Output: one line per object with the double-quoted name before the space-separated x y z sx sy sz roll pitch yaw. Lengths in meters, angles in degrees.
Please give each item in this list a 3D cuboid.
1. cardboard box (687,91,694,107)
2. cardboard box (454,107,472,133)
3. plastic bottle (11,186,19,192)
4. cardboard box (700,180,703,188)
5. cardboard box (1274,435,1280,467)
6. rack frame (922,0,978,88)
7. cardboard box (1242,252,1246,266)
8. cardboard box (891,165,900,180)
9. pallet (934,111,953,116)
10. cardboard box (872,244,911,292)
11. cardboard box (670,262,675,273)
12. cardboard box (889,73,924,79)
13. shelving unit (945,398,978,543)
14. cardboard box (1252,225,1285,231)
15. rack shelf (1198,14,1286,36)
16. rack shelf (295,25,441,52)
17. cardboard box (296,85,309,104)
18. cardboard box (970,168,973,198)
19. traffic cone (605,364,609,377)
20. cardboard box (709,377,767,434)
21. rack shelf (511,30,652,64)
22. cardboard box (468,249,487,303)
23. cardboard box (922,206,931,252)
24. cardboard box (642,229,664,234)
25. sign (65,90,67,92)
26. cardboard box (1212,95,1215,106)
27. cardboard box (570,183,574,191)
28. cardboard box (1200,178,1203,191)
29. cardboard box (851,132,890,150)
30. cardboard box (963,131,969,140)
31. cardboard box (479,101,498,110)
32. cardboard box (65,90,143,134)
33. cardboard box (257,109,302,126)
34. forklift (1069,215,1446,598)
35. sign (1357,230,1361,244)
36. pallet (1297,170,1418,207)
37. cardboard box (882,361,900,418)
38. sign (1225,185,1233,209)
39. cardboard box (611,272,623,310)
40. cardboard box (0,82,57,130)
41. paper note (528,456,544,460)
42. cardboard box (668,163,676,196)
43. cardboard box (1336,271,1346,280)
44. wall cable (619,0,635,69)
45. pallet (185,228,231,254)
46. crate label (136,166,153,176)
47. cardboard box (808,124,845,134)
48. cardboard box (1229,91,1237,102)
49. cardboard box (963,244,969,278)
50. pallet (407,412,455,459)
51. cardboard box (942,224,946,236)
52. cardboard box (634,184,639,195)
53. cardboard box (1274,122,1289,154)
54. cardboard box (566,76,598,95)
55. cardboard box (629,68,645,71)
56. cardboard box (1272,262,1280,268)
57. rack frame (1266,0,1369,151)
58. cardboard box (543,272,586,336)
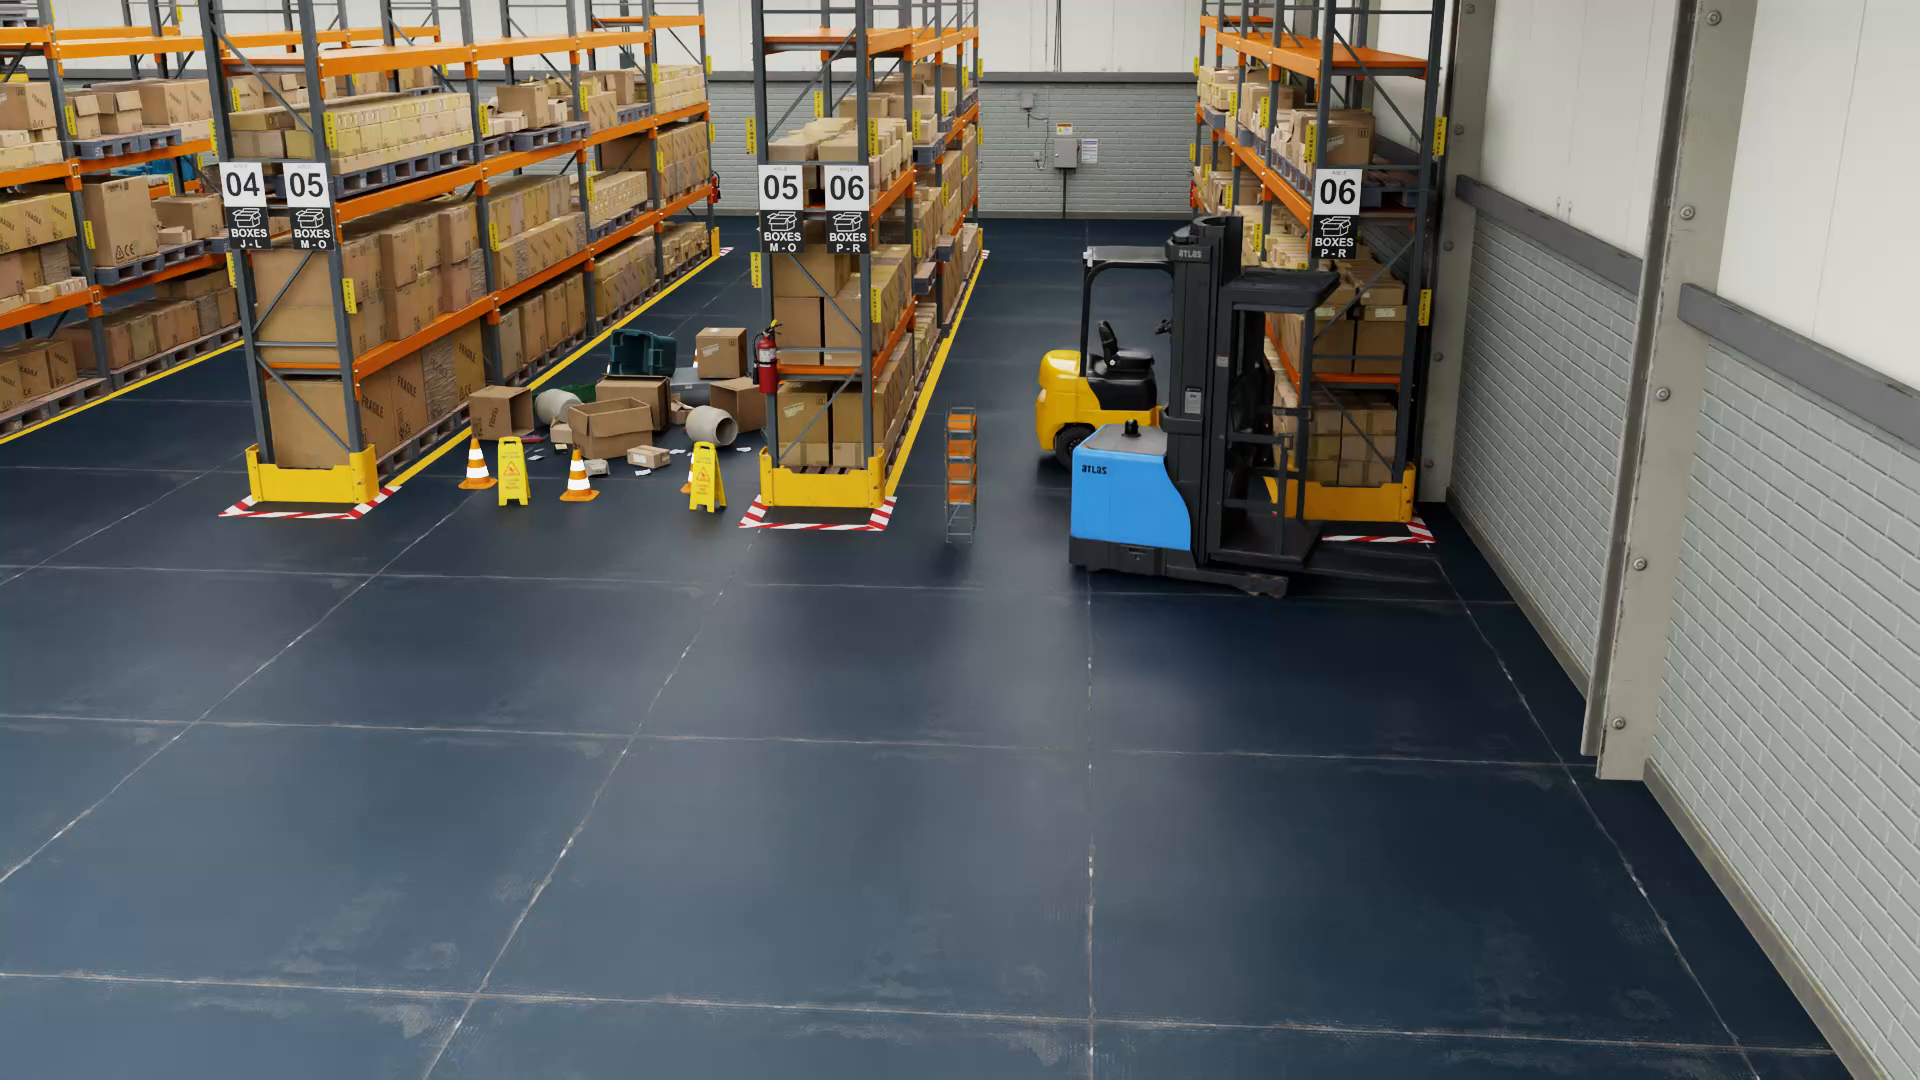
"cardboard box" -4.967 -7.713 29.069 0.500 0.250 0.500 2 18 6
"cardboard box" -5.759 -4.676 18.486 0.500 0.250 0.500 1 18 3
"plastic bottle" -15.638 -5.691 27.553 0.144 0.351 0.185 1 18 4
"cardboard box" -4.916 -6.515 30.393 0.380 0.149 0.250 1 18 4
"cardboard box" 3.393 -0.861 16.474 0.500 0.250 0.500 1 18 4
"rack frame" -0.175 -9.590 29.740 1.000 3.000 0.127 1 18 4
"cardboard box" 3.817 -3.464 20.919 0.500 0.250 0.500 2 18 6
"cardboard box" -0.842 -3.894 17.577 0.380 0.149 0.250 2 18 5
"pallet" -0.678 -6.139 24.327 1.003 0.211 1.213 2 18 6
"cardboard box" -0.819 -3.058 18.800 0.500 0.500 0.500 1 18 3
"cardboard box" -5.041 -4.610 28.078 0.380 0.149 0.250 2 18 6
"cardboard box" -0.814 -6.902 25.519 0.500 0.500 0.500 1 18 3
"shelving unit" 0.012 -0.622 14.893 0.258 1.200 0.503 1 18 4
"cardboard box" 3.781 -3.767 20.401 0.380 0.149 0.250 1 18 4
"rack shelf" 4.633 -8.516 27.622 1.077 0.370 4.000 1 18 4
"rack shelf" -10.203 -8.658 28.693 1.077 0.370 4.000 1 18 4
"cardboard box" -10.515 -6.962 26.005 0.500 0.311 0.500 1 18 2
"cardboard box" -0.048 -6.155 28.730 0.500 0.500 0.500 2 18 6
"traffic cone" -4.378 -2.269 21.104 0.336 0.463 0.334 1 18 4
"cardboard box" -2.469 -1.523 18.766 0.500 0.500 0.500 17 25 41
"rack shelf" -5.550 -7.274 24.468 1.077 0.370 4.000 1 18 4
"cardboard box" -5.994 -3.048 19.167 0.875 0.550 0.550 1 18 4
"cardboard box" -0.631 -3.849 20.540 0.500 0.500 0.500 1 18 4
"cardboard box" -5.506 -5.462 29.725 0.380 0.149 0.250 2 18 6
"sign" -14.738 -7.246 27.387 0.100 0.325 0.005 1 18 4
"cardboard box" 3.994 -6.620 25.059 0.380 0.149 0.250 2 18 5
"cardboard box" -6.020 -5.261 24.935 0.380 0.149 0.250 2 18 7
"cardboard box" 4.390 -6.092 28.460 0.500 0.250 0.500 1 18 2
"cardboard box" -0.897 -3.951 16.468 0.380 0.149 0.250 2 18 5
"cardboard box" -0.052 -6.893 28.334 0.380 0.149 0.250 1 18 4
"cardboard box" -6.037 -5.429 21.166 0.500 0.311 0.500 1 18 3
"cardboard box" -10.721 -5.344 20.758 0.797 0.503 0.637 2 18 6
"cardboard box" -6.543 -4.051 15.938 0.380 0.149 0.250 2 18 5
"forklift" 2.494 -1.109 13.600 3.031 2.935 1.130 7 19 20
"sign" 4.469 -3.340 18.781 0.100 0.325 0.005 1 18 4
"pallet" 3.706 -3.263 15.389 1.003 0.211 1.213 1 18 4
"cardboard box" -0.910 -1.589 17.493 0.500 0.500 0.500 2 18 5
"sign" 3.661 -4.667 22.616 0.100 0.325 0.005 1 18 4
"cardboard box" -5.355 -3.716 24.786 0.500 0.500 0.500 1 18 5
"cardboard box" -10.698 -4.940 18.924 0.500 0.500 0.500 1 18 2
"paper note" -4.464 -0.874 17.543 0.144 0.017 0.142 8 20 23
"cardboard box" -5.091 -6.067 27.984 0.500 0.500 0.500 1 18 4
"cardboard box" 3.515 -2.508 16.081 0.380 0.149 0.250 1 18 4
"wall cable" -6.216 -13.020 35.038 2.277 5.999 0.120 1 18 4
"pallet" -10.578 -4.161 23.113 1.213 0.211 1.003 1 18 4
"crate label" -15.346 -6.951 31.491 0.416 0.233 0.303 1 18 4
"cardboard box" -1.414 -4.285 17.487 0.380 0.149 0.250 1 18 2
"cardboard box" 4.009 -6.268 23.541 0.380 0.149 0.250 1 18 3
"cardboard box" -0.310 -4.672 27.804 0.875 0.438 0.875 1 18 3
"pallet" -6.197 -1.152 18.100 1.003 0.211 1.213 1 18 4
"cardboard box" -0.463 -4.330 23.561 0.500 0.250 0.500 1 18 3
"cardboard box" -5.276 -5.511 26.176 0.380 0.149 0.250 2 18 6
"cardboard box" 3.613 -4.280 17.659 0.500 0.311 0.500 2 18 5
"cardboard box" -5.352 -6.450 23.584 0.396 0.266 0.258 1 18 4
"cardboard box" -5.511 -8.023 28.570 0.380 0.149 0.250 2 18 6
"cardboard box" 3.511 -2.847 17.592 0.380 0.149 0.250 1 18 3
"rack frame" 3.916 -5.754 18.031 1.000 3.000 0.127 1 18 4
"cardboard box" -5.827 -3.277 23.046 1.050 0.750 0.750 1 18 3
